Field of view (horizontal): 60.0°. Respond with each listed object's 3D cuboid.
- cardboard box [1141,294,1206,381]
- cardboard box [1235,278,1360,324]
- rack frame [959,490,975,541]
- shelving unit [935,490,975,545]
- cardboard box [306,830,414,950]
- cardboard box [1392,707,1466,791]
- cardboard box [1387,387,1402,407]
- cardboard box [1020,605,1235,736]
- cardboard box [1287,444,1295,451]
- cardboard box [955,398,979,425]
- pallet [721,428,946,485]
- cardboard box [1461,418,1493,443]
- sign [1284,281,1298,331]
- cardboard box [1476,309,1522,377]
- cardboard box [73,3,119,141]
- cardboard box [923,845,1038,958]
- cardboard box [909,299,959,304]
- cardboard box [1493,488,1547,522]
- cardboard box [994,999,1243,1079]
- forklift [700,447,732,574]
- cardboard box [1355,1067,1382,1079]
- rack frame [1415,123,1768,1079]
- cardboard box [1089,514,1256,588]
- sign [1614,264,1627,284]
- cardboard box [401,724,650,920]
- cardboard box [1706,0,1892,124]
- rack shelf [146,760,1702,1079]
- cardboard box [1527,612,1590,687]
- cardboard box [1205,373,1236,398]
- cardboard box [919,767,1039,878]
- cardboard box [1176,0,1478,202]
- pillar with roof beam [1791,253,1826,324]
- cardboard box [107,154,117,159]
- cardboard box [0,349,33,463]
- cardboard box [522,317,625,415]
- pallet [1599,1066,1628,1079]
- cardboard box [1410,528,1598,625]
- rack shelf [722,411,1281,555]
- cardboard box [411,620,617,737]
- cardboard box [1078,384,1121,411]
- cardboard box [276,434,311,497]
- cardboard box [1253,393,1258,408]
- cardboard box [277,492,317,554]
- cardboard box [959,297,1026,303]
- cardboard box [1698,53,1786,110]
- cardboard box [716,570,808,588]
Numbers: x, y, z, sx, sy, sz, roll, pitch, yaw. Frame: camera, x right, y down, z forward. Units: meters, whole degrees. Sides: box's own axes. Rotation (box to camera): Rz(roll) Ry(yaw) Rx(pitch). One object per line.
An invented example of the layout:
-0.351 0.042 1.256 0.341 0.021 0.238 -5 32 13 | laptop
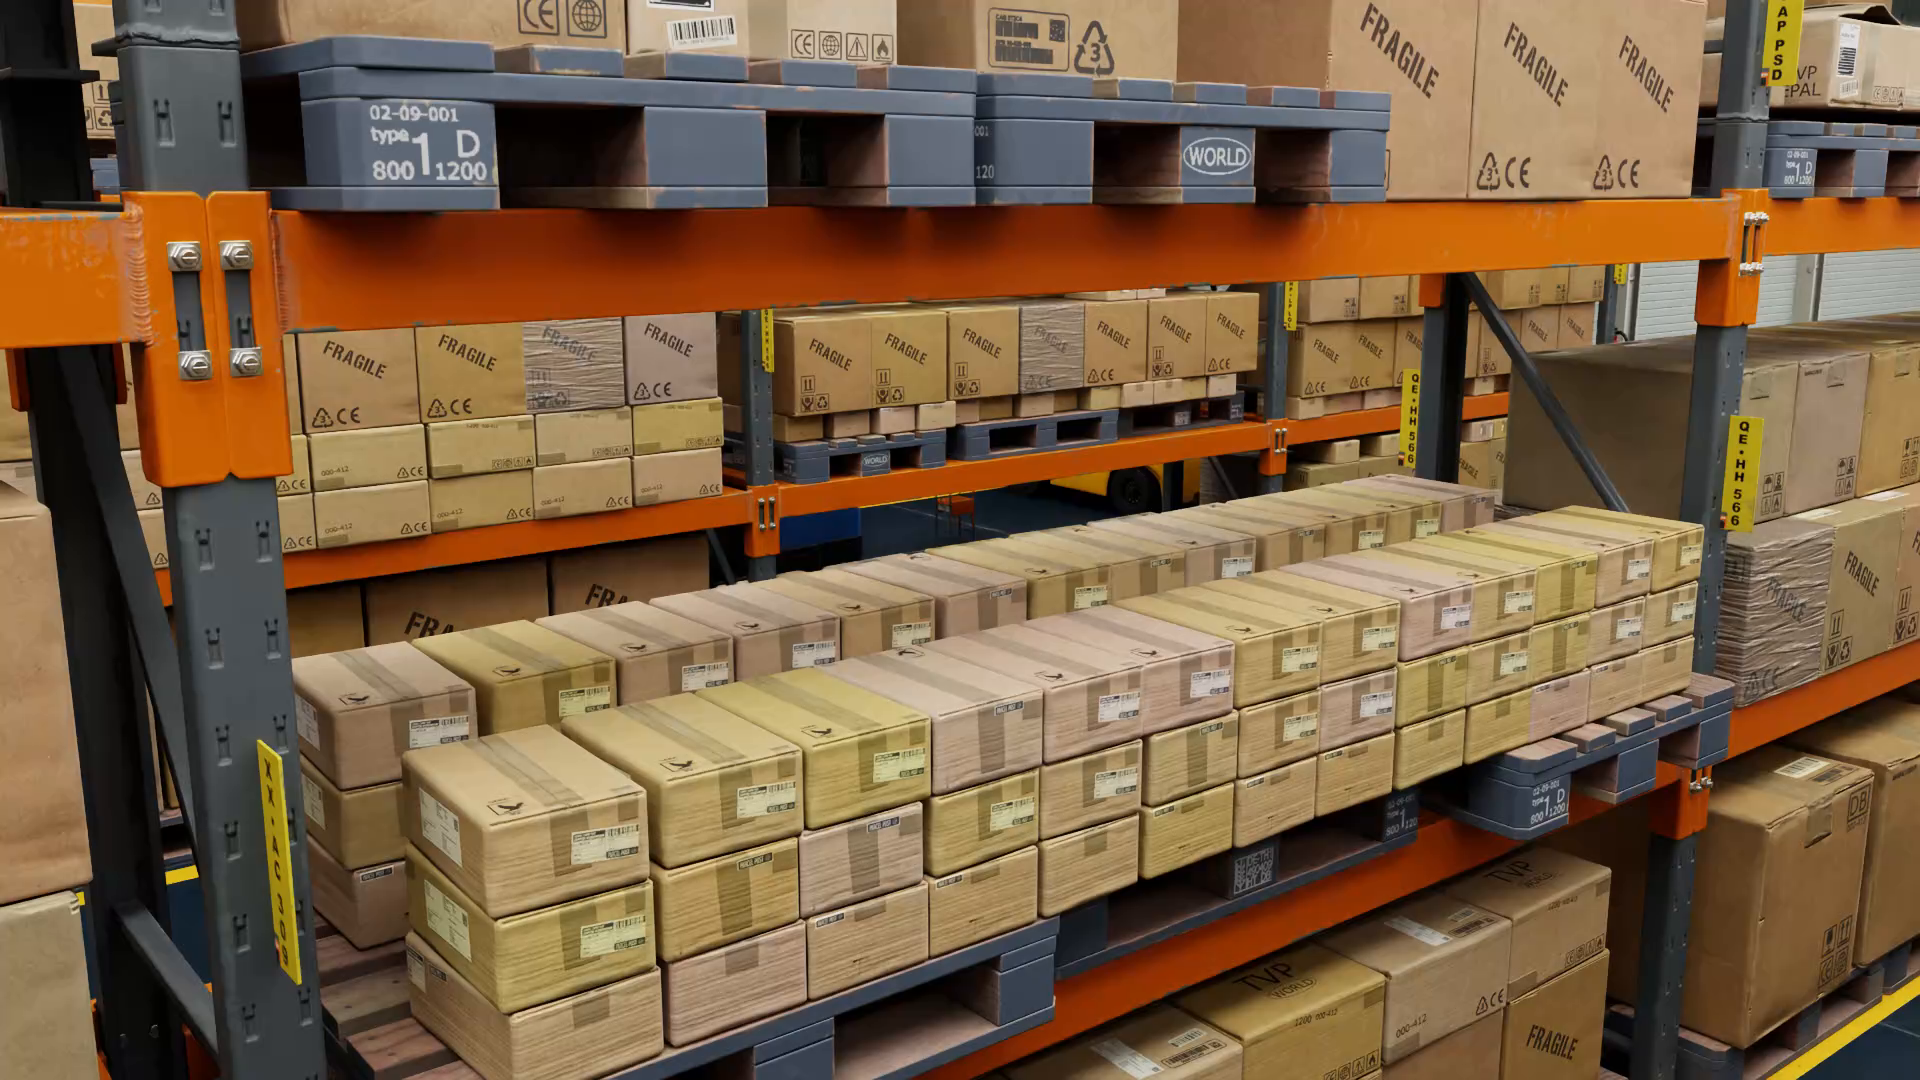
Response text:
1.200 -1.292 10.522 0.500 0.500 0.500 -9 15 -37 | cardboard box
2.283 -1.759 11.327 0.500 0.500 0.700 -10 15 -38 | cardboard box
0.053 -0.522 13.562 0.008 1.050 0.200 -9 15 -38 | rack frame
-0.042 -0.507 13.487 0.252 1.050 0.215 -9 15 -38 | shelving unit
-1.085 0.608 3.137 0.250 0.149 0.380 -10 15 -39 | cardboard box
0.952 0.444 3.912 0.250 0.149 0.380 -10 16 -40 | cardboard box
3.007 -1.066 12.033 0.250 0.149 0.380 -10 15 -38 | cardboard box
0.332 0.256 3.362 0.250 0.149 0.380 -9 15 -36 | cardboard box
2.494 -0.467 12.411 0.500 0.500 0.500 -9 15 -37 | cardboard box
-0.098 -0.765 9.602 0.250 0.149 0.380 -8 15 -34 | cardboard box
-0.830 -0.550 9.461 1.003 0.211 1.213 -9 15 -38 | pallet
3.815 -0.846 12.634 0.250 0.149 0.380 -9 15 -35 | cardboard box
2.153 -1.530 10.827 0.005 0.325 0.100 -9 15 -38 | sign
3.889 -1.523 12.624 0.500 0.500 0.500 -10 15 -38 | cardboard box
-3.574 -1.804 6.431 0.500 0.500 0.500 -10 15 -39 | cardboard box
-0.070 0.614 3.109 0.250 0.149 0.380 -9 15 -37 | cardboard box
-0.218 -1.510 9.987 0.250 0.149 0.380 -10 16 -40 | cardboard box
2.036 0.104 5.675 0.500 0.500 0.500 -9 15 -38 | cardboard box
0.286 1.237 3.784 0.500 0.250 0.500 -9 15 -36 | cardboard box
-2.172 -1.046 11.497 3.031 2.935 1.121 -10 16 -40 | forklift
0.691 1.538 4.169 0.500 0.500 0.500 -10 16 -40 | cardboard box
1.852 0.255 5.205 0.127 3.000 1.000 -9 15 -38 | rack frame
0.550 0.046 4.350 0.250 0.149 0.380 -9 15 -35 | cardboard box
5.258 -2.201 13.224 0.005 0.325 0.100 -9 15 -38 | sign
-0.677 0.424 2.571 0.250 0.149 0.380 -8 15 -35 | cardboard box
3.034 -1.786 6.105 0.500 0.500 0.500 -9 15 -38 | cardboard box
0.290 0.867 4.058 4.000 0.370 1.077 -9 15 -38 | rack shelf
1.339 0.235 4.180 0.250 0.149 0.380 -9 15 -36 | cardboard box
1.575 -1.025 10.826 0.250 0.149 0.380 -9 15 -37 | cardboard box
-0.072 0.468 3.079 0.250 0.149 0.380 -10 16 -40 | cardboard box
0.789 -1.014 3.722 0.500 0.500 0.500 -9 15 -38 | cardboard box
17.462 -7.005 24.953 0.400 9.000 9.100 -9 15 -38 | pillar with roof beam
-5.455 -2.497 11.305 0.500 0.250 0.500 -9 15 -38 | cardboard box
-3.920 -0.564 6.415 0.500 0.500 0.500 -9 15 -37 | cardboard box
-1.955 -0.895 7.974 0.500 0.500 0.500 -9 15 -37 | cardboard box
1.241 1.720 5.018 1.213 0.211 1.003 -9 15 -38 | pallet
1.353 0.086 4.164 0.250 0.149 0.380 -9 15 -36 | cardboard box
0.242 -0.442 10.221 4.000 0.370 1.077 -9 15 -38 | rack shelf
-0.871 0.282 3.241 0.250 0.149 0.380 -10 16 -39 | cardboard box
0.769 -0.894 10.213 0.250 0.149 0.380 -9 15 -38 | cardboard box
-3.123 -0.331 7.125 0.500 0.250 0.500 -9 15 -37 | cardboard box
2.055 -1.055 11.982 0.250 0.149 0.380 -9 15 -36 | cardboard box
-3.121 -0.088 7.181 0.500 0.250 0.500 -10 15 -38 | cardboard box
0.079 -1.244 10.296 0.500 0.500 0.500 -10 16 -40 | cardboard box
2.212 -1.361 4.947 0.250 0.149 0.380 -10 16 -40 | cardboard box
-0.872 0.474 9.491 0.625 0.372 0.950 -11 16 -41 | cardboard box
